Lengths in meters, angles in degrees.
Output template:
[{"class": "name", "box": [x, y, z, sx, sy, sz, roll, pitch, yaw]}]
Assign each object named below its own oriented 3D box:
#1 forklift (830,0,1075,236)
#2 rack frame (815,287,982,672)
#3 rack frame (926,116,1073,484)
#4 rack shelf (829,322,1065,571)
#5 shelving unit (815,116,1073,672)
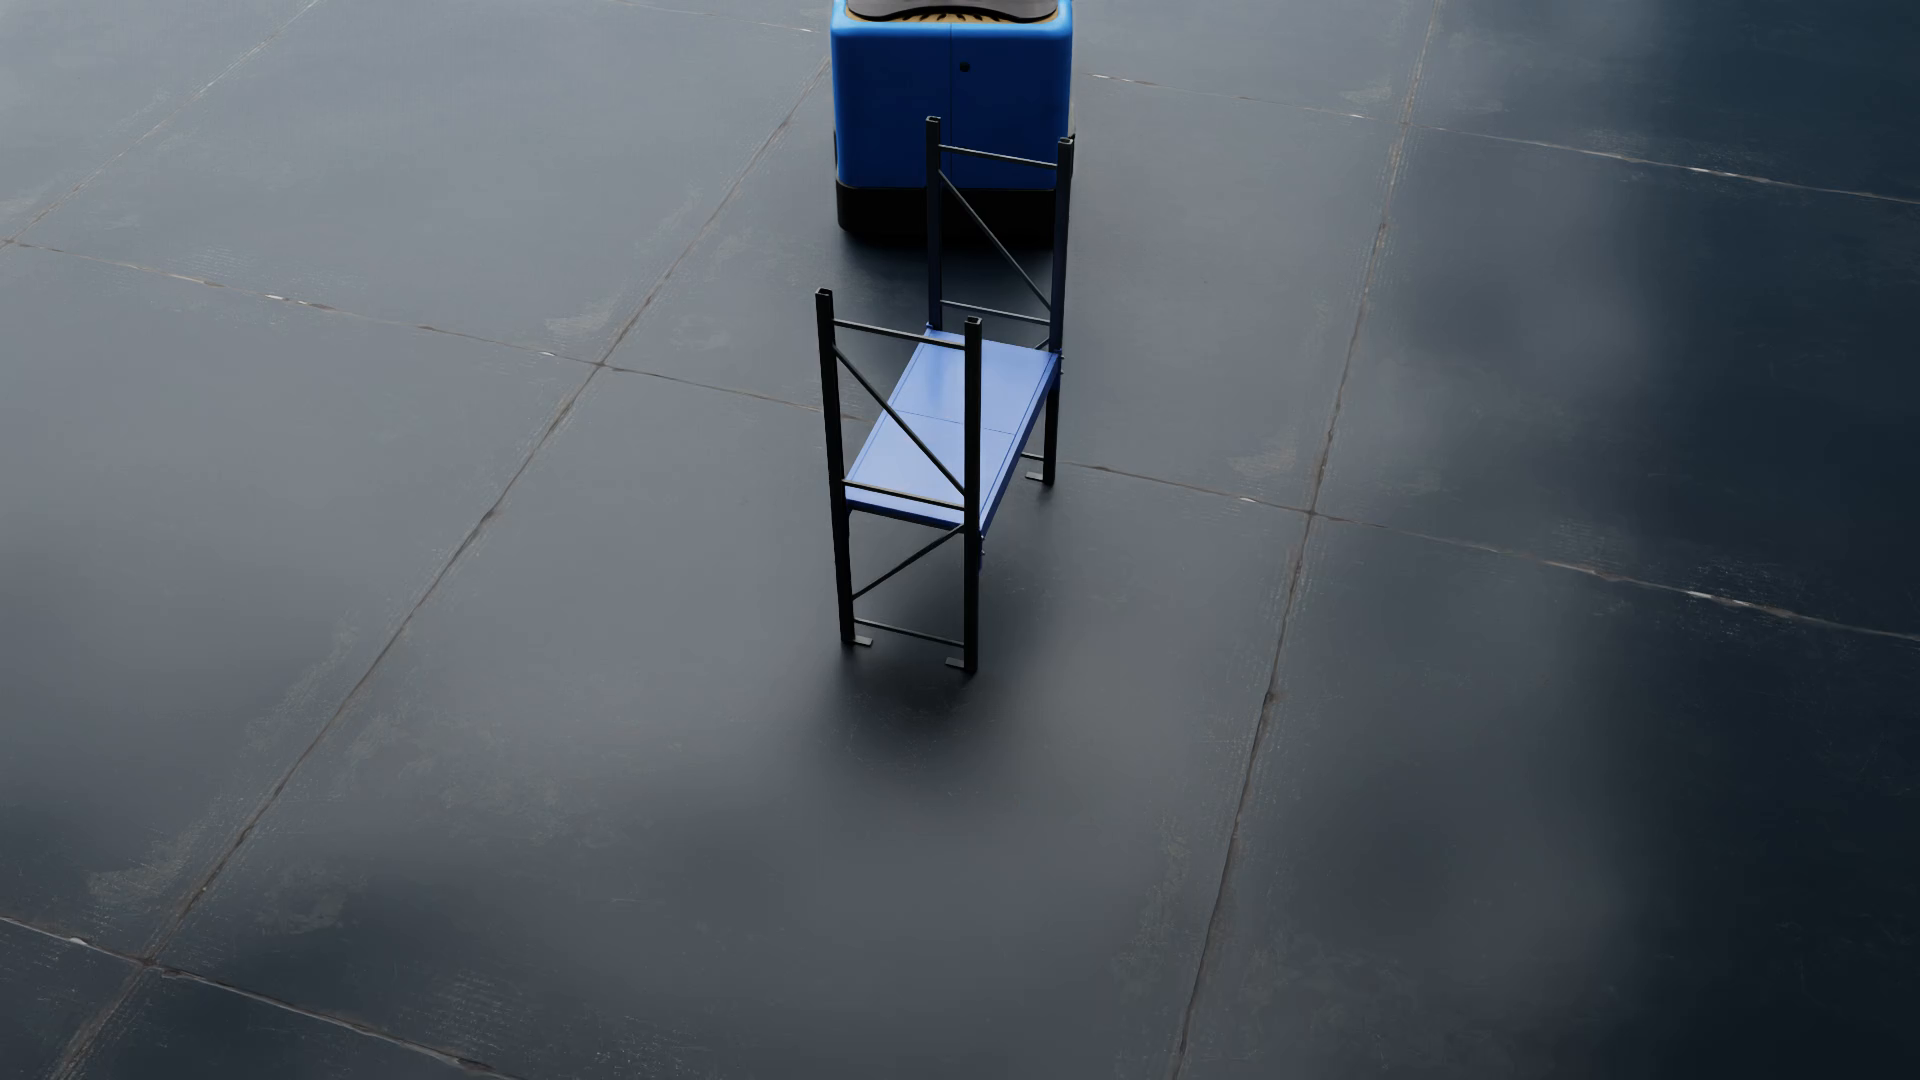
[{"class": "forklift", "box": [-0.004, -3.441, 7.671, 1.130, 2.935, 3.031, 1, 44, 1]}, {"class": "rack frame", "box": [-0.180, -0.140, 5.321, 0.500, 1.500, 0.032, 13, 46, 12]}, {"class": "rack frame", "box": [0.128, -0.818, 6.014, 0.500, 1.500, 0.032, 13, 46, 12]}, {"class": "rack shelf", "box": [-0.026, -0.351, 5.793, 0.538, 0.185, 1.000, 13, 46, 12]}, {"class": "shelving unit", "box": [-0.026, -0.479, 5.667, 0.538, 1.500, 1.048, 13, 46, 12]}]
